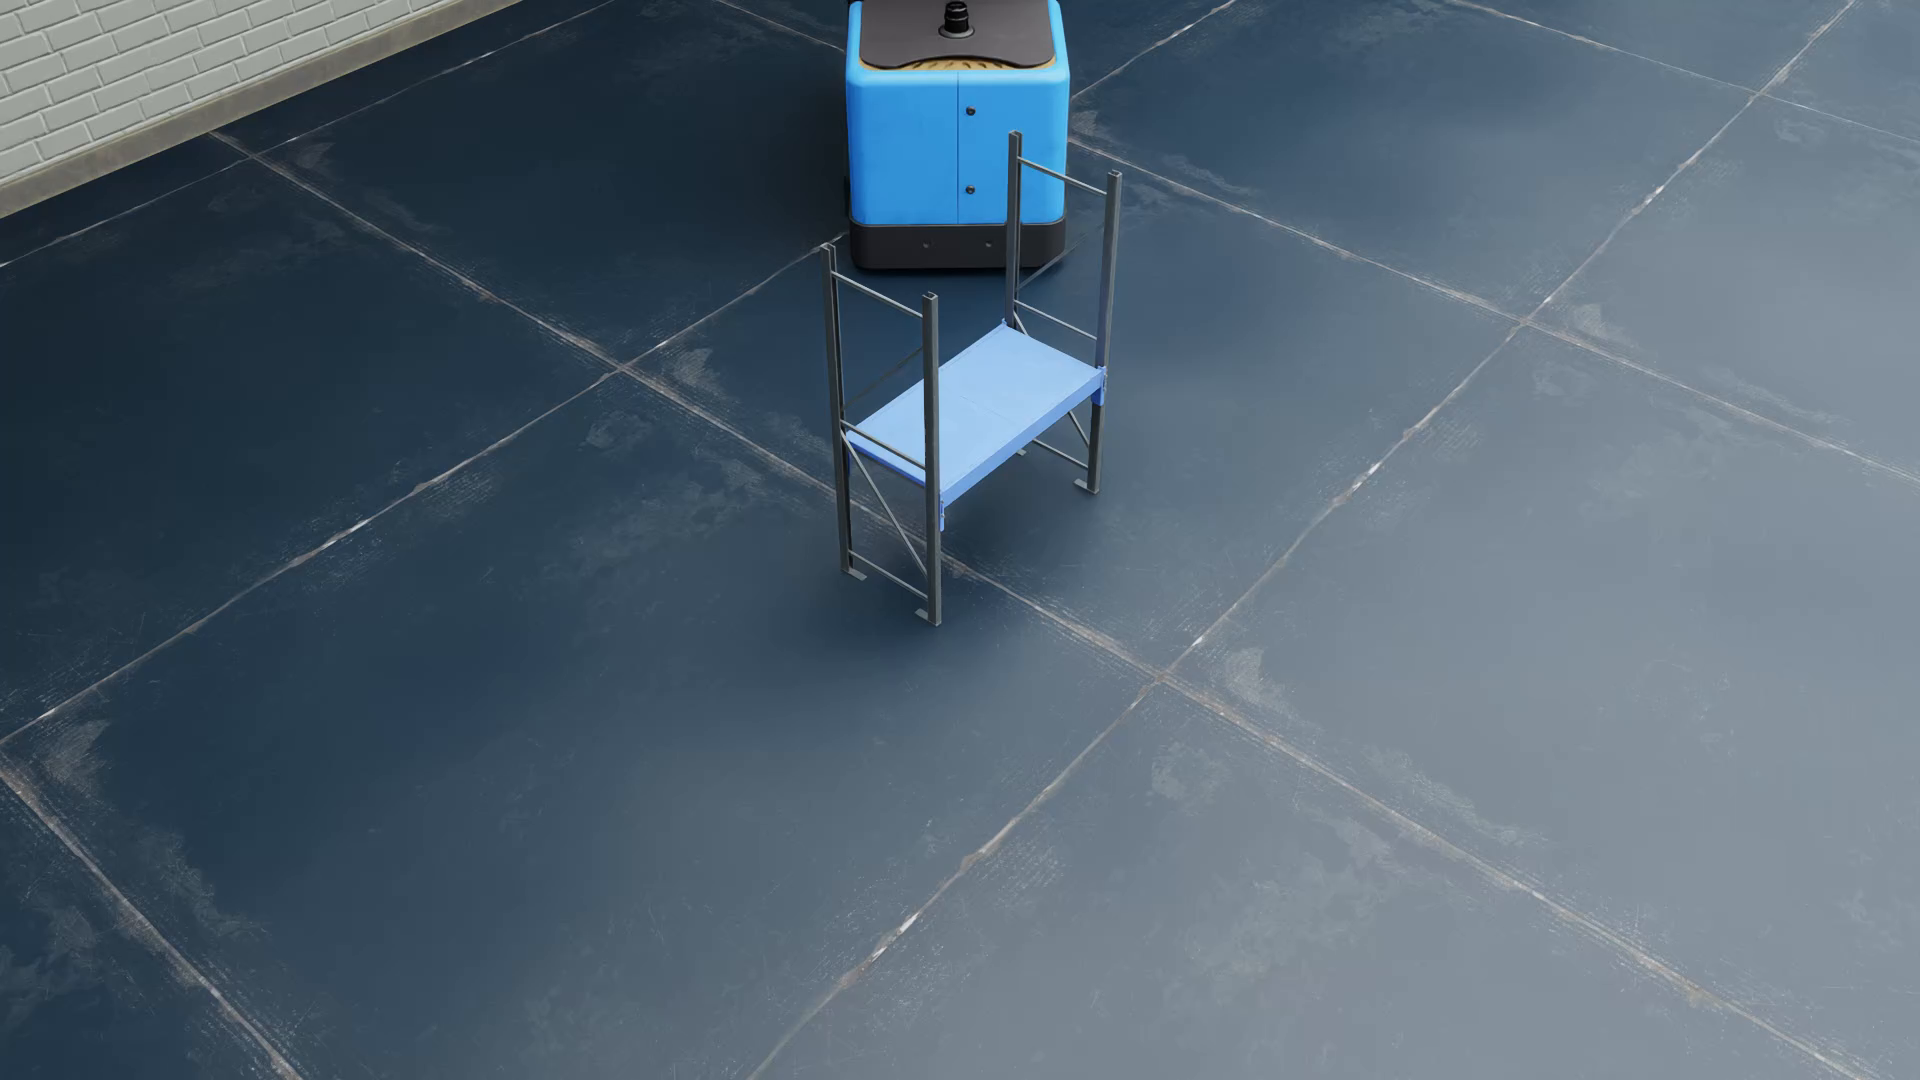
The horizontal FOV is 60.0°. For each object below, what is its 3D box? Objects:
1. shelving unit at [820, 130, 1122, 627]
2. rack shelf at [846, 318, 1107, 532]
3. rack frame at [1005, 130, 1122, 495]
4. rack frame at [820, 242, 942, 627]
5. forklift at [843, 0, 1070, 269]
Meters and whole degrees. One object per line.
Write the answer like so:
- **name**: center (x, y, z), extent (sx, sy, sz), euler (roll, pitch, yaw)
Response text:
- **shelving unit**: center (0.055, -0.599, 6.294), extent (0.538, 1.500, 1.048), euler (29, 50, 28)
- **rack shelf**: center (0.055, -0.466, 6.415), extent (0.538, 0.185, 1.000), euler (29, 50, 28)
- **rack frame**: center (0.382, -0.861, 6.582), extent (0.500, 1.500, 0.032), euler (29, 50, 28)
- **rack frame**: center (-0.272, -0.337, 6.006), extent (0.500, 1.500, 0.032), euler (29, 50, 28)
- **forklift**: center (-0.040, -3.375, 8.283), extent (1.130, 2.935, 3.031), euler (-1, 42, -1)
